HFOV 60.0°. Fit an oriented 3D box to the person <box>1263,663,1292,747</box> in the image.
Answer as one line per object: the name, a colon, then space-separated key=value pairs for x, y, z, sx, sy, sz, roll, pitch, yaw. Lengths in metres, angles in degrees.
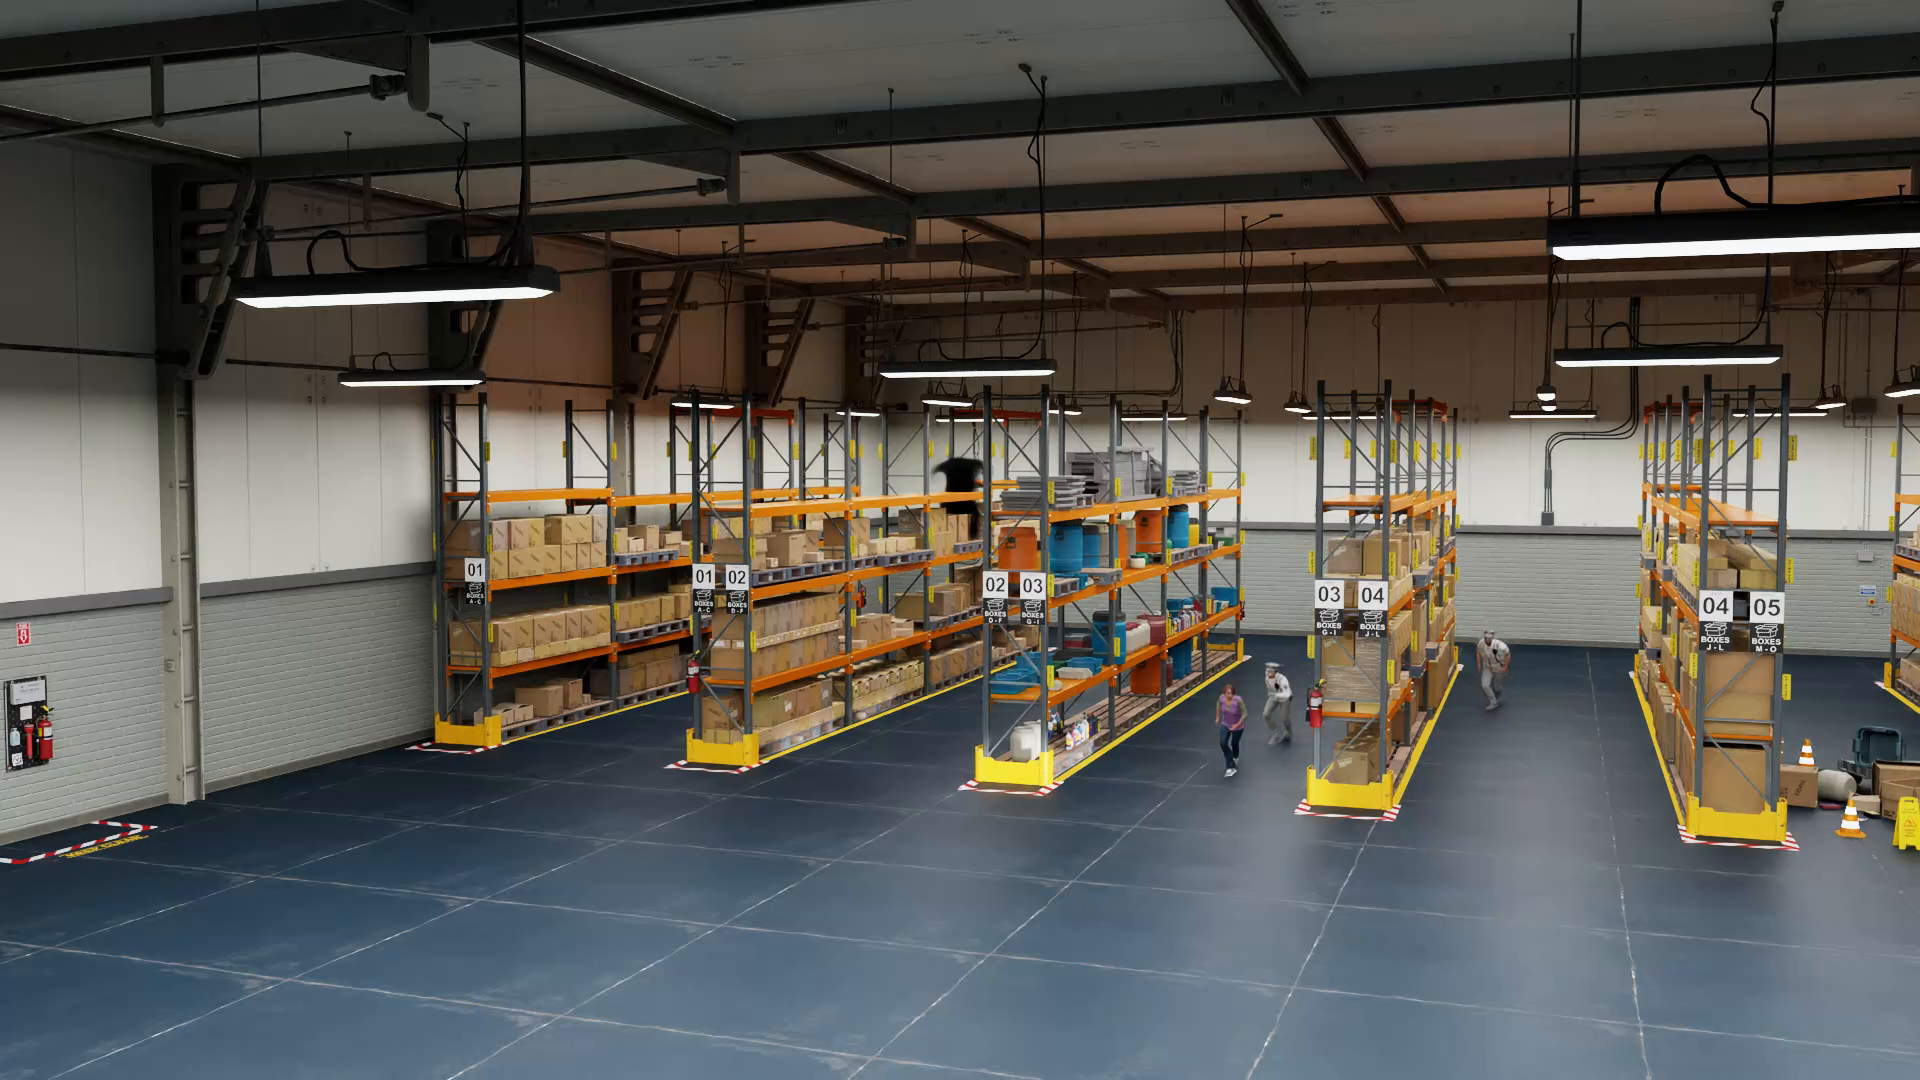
person: x=5.495 y=2.782 z=28.436 sx=0.595 sy=1.454 sz=1.097 roll=2 pitch=4 yaw=38

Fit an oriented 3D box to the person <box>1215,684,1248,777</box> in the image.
person: x=4.240 y=2.900 z=25.789 sx=0.547 sy=1.441 sz=0.973 roll=1 pitch=3 yaw=23

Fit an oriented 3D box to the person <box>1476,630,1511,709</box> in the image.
person: x=10.391 y=2.505 z=32.318 sx=0.667 sy=1.574 sz=0.977 roll=2 pitch=4 yaw=34
